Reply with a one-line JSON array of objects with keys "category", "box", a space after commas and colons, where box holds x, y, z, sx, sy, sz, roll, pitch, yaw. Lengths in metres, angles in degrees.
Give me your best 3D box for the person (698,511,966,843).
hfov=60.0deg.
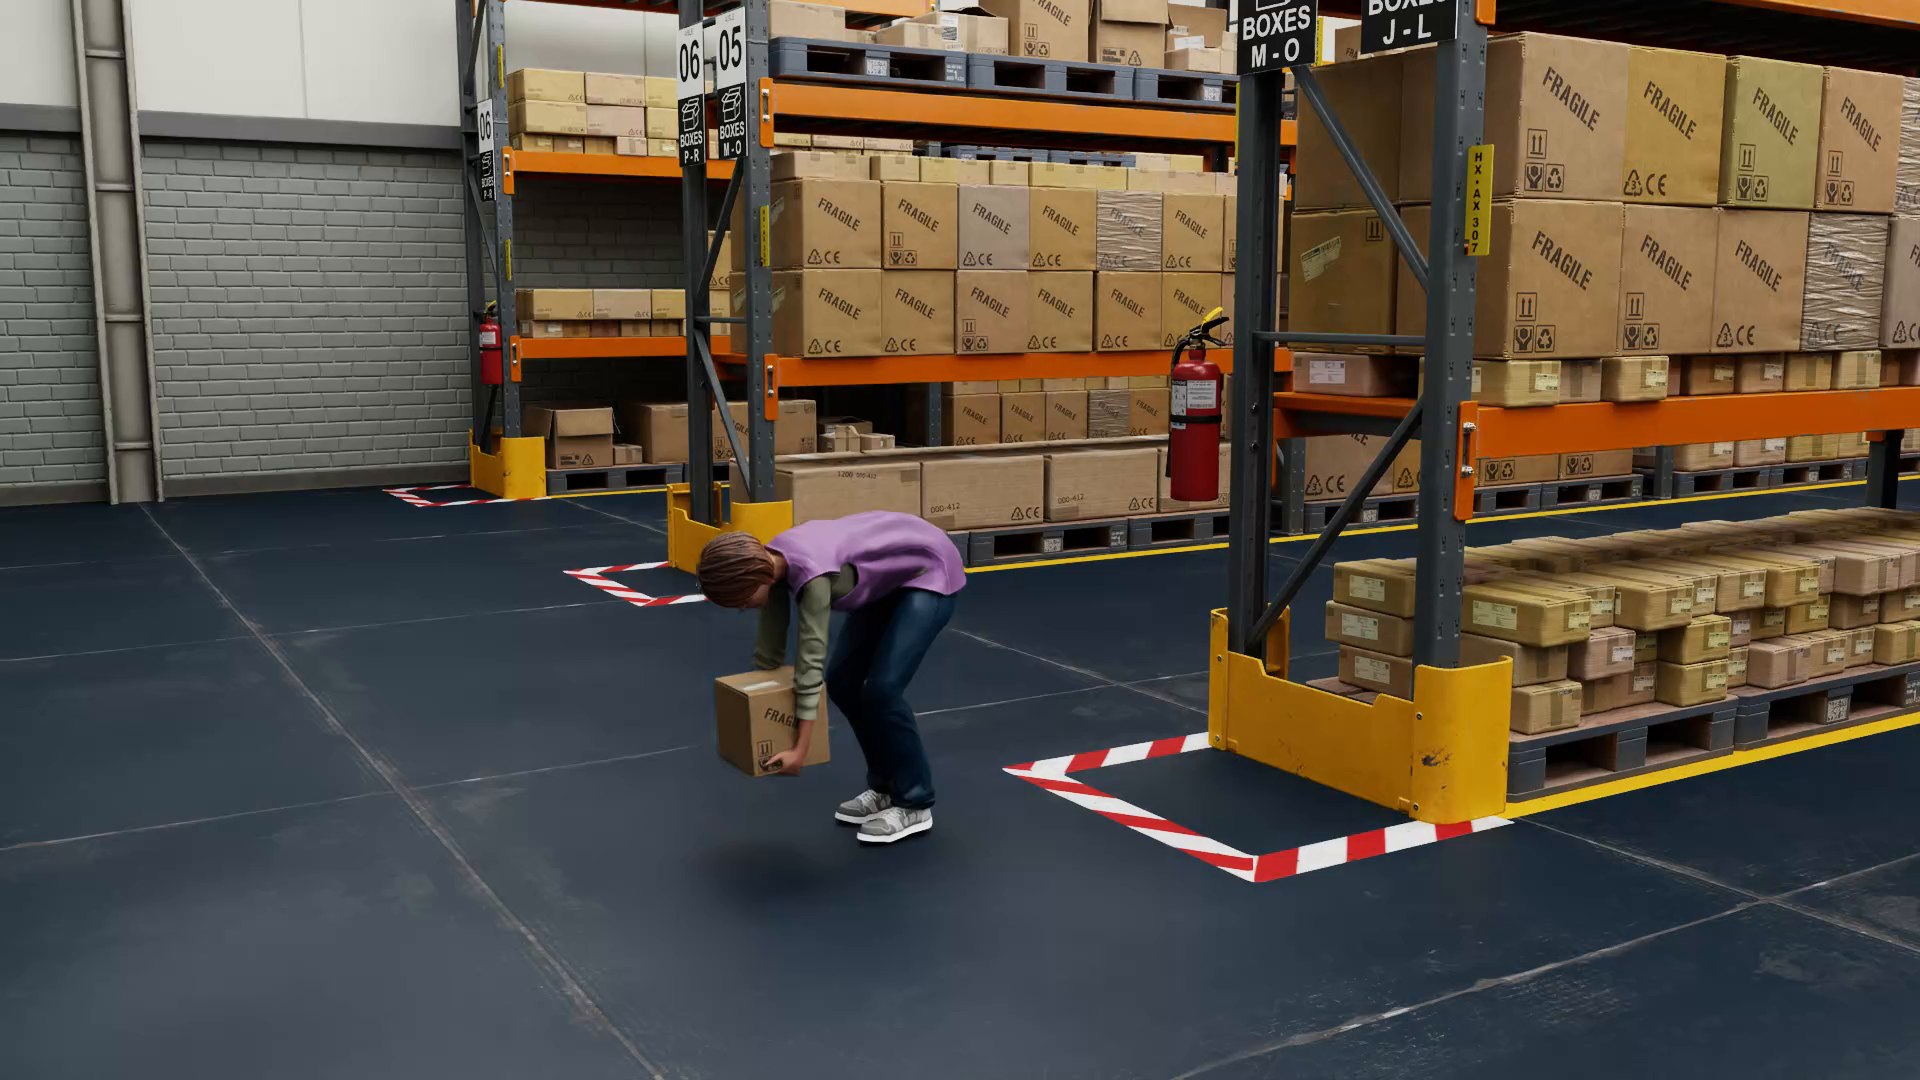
[{"category": "person", "box": [-0.384, 0.423, 5.050, 0.871, 1.001, 0.390, -5, 10, -33]}]
